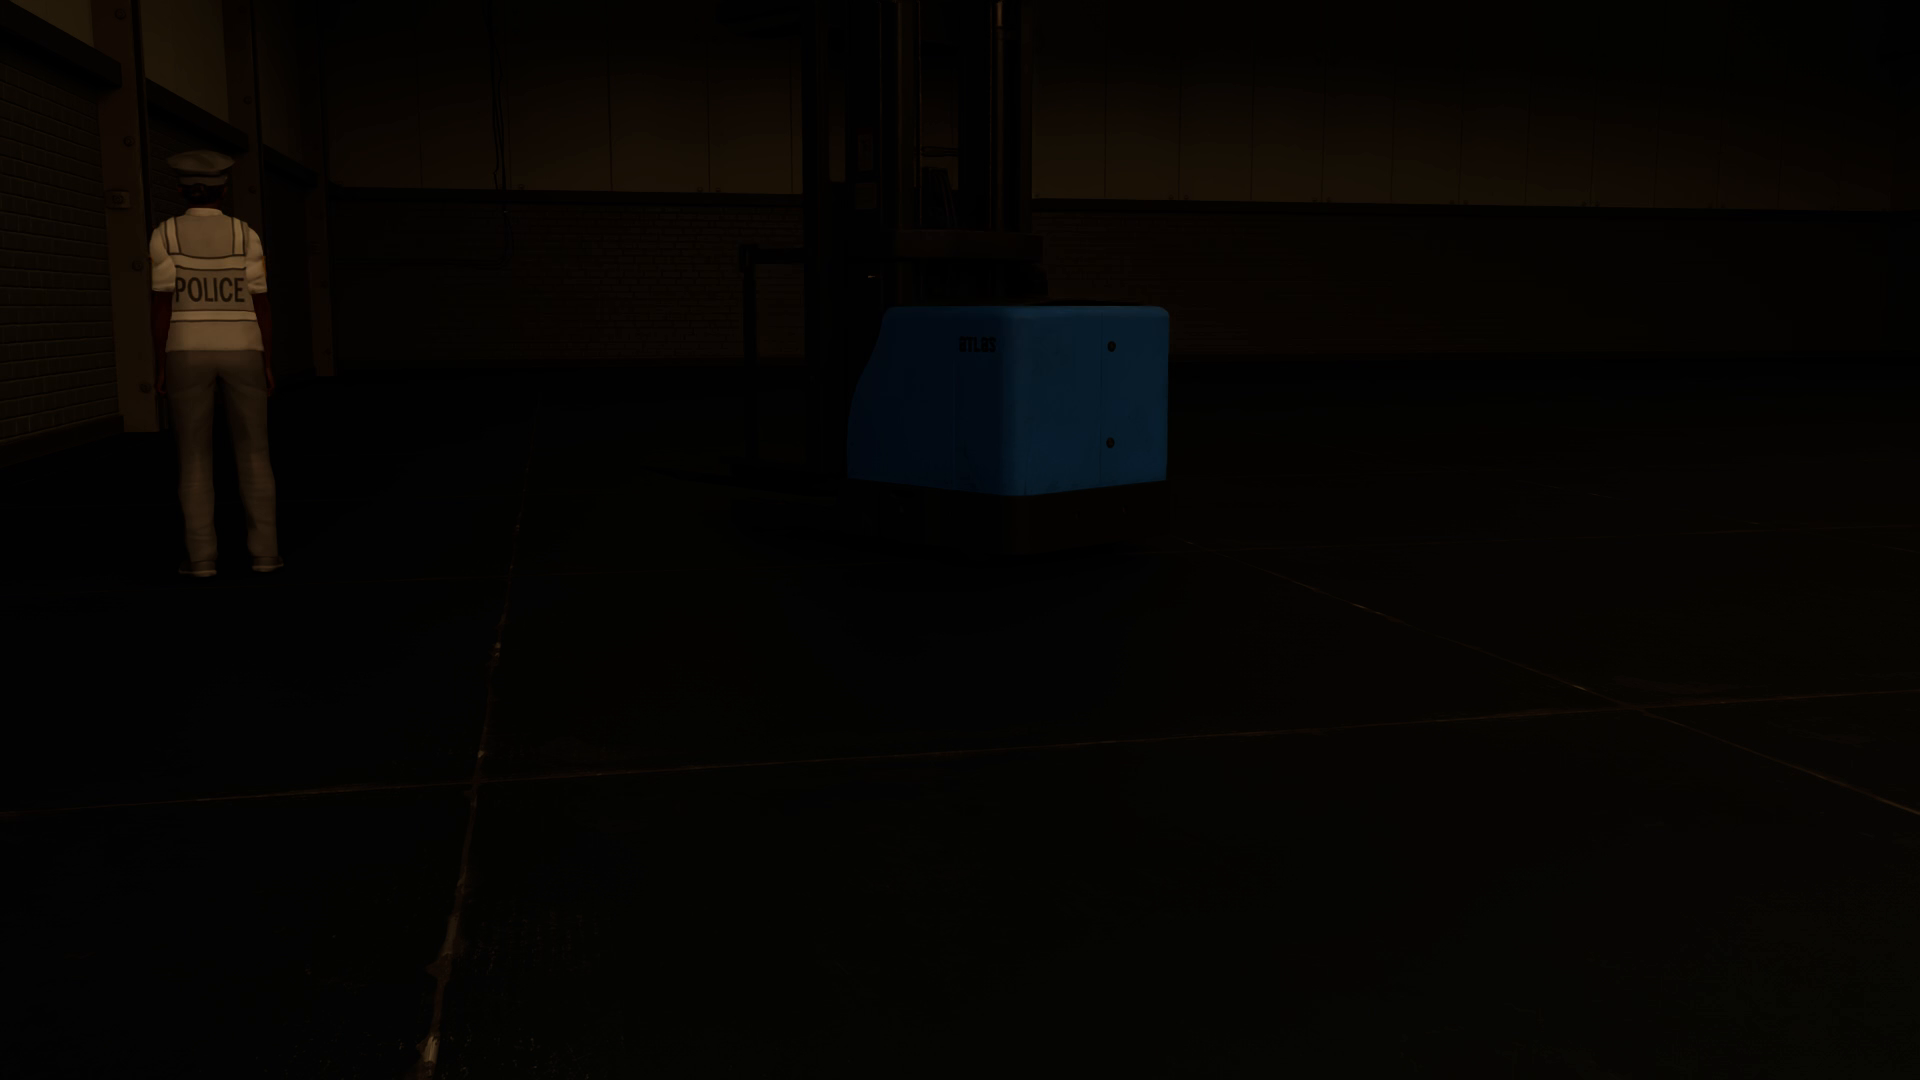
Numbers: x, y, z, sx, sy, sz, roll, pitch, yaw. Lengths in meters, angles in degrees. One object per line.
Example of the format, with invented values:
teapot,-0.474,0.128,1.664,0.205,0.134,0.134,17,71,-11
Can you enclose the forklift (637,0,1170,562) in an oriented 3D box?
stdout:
forklift,-0.453,-1.513,7.940,1.130,2.935,3.031,-8,11,-43

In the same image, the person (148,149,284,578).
person,-2.967,-0.698,6.621,0.448,1.690,0.338,-4,9,-28
